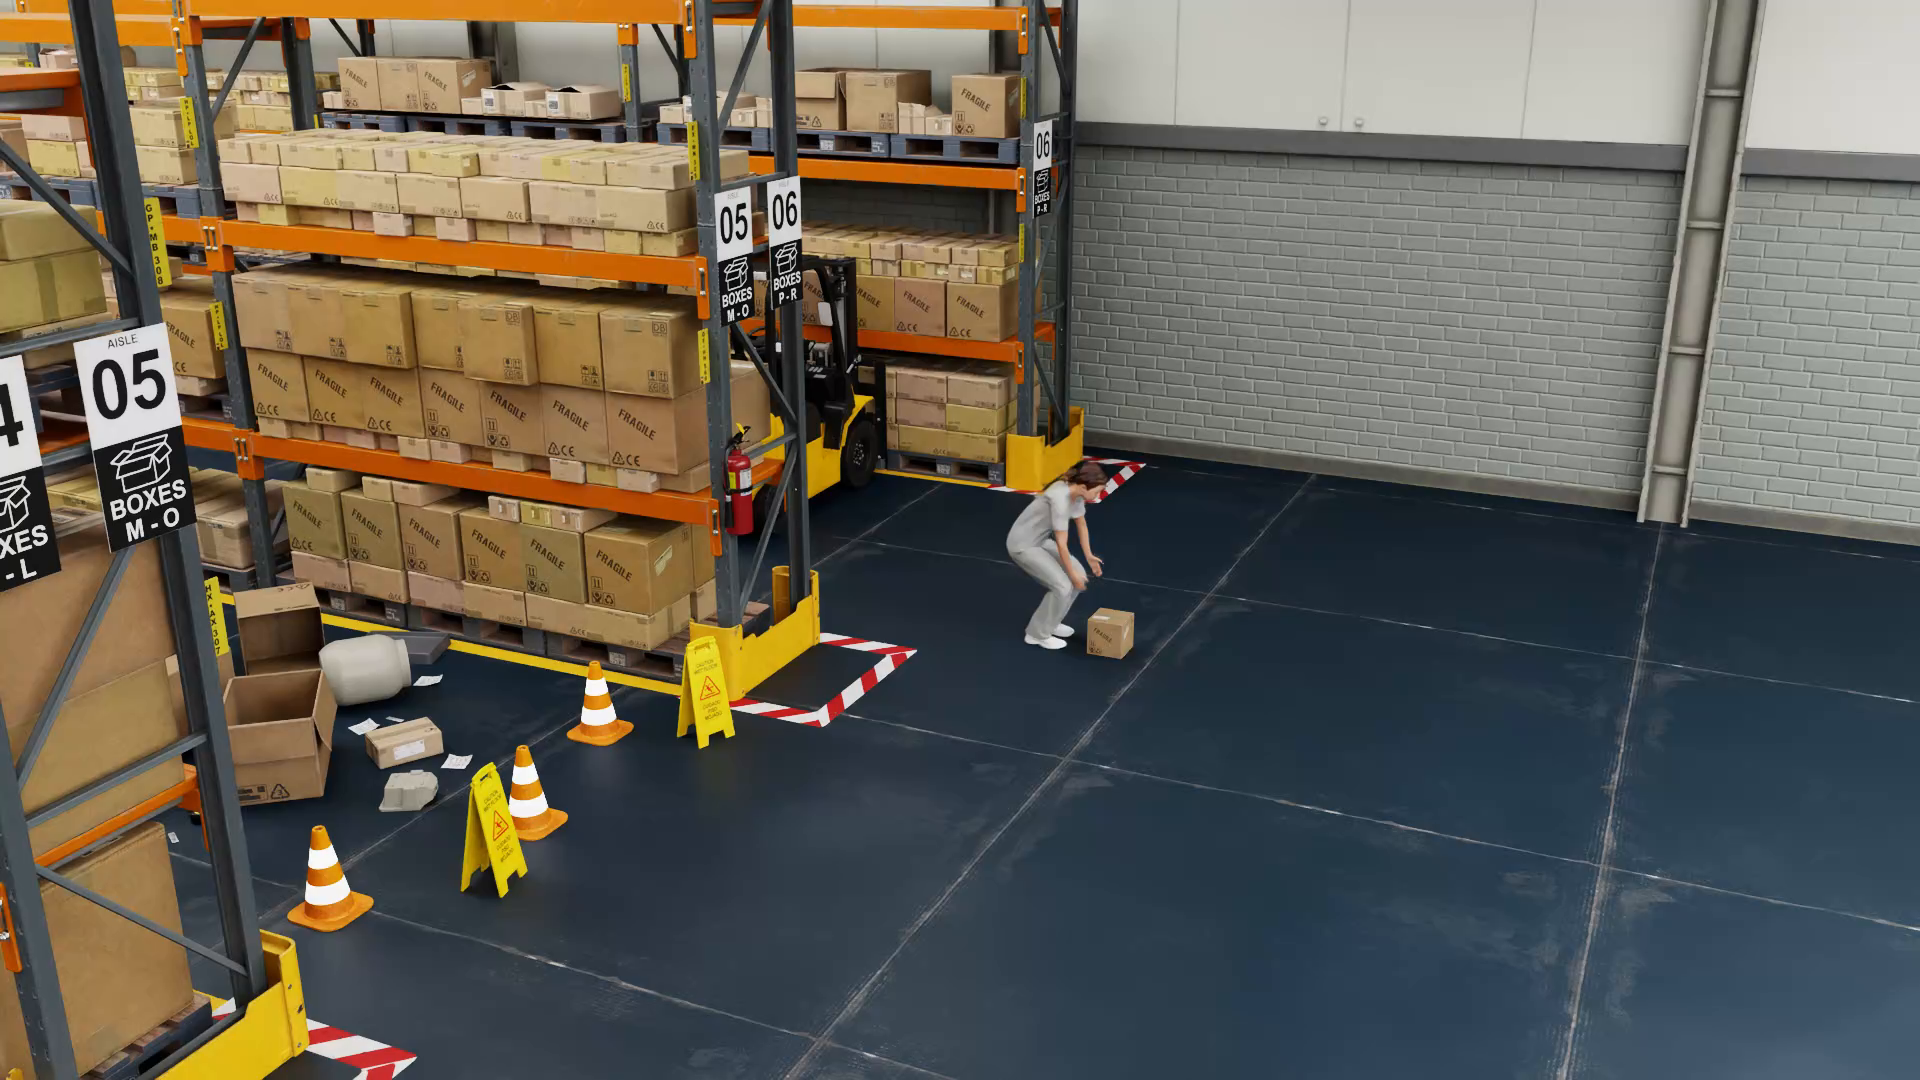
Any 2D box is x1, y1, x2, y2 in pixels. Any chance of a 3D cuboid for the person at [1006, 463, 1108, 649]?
[{"bbox_3d":[0.672,0.074,11.429,0.682,1.304,0.490,8,21,23],"label":"person"}]
